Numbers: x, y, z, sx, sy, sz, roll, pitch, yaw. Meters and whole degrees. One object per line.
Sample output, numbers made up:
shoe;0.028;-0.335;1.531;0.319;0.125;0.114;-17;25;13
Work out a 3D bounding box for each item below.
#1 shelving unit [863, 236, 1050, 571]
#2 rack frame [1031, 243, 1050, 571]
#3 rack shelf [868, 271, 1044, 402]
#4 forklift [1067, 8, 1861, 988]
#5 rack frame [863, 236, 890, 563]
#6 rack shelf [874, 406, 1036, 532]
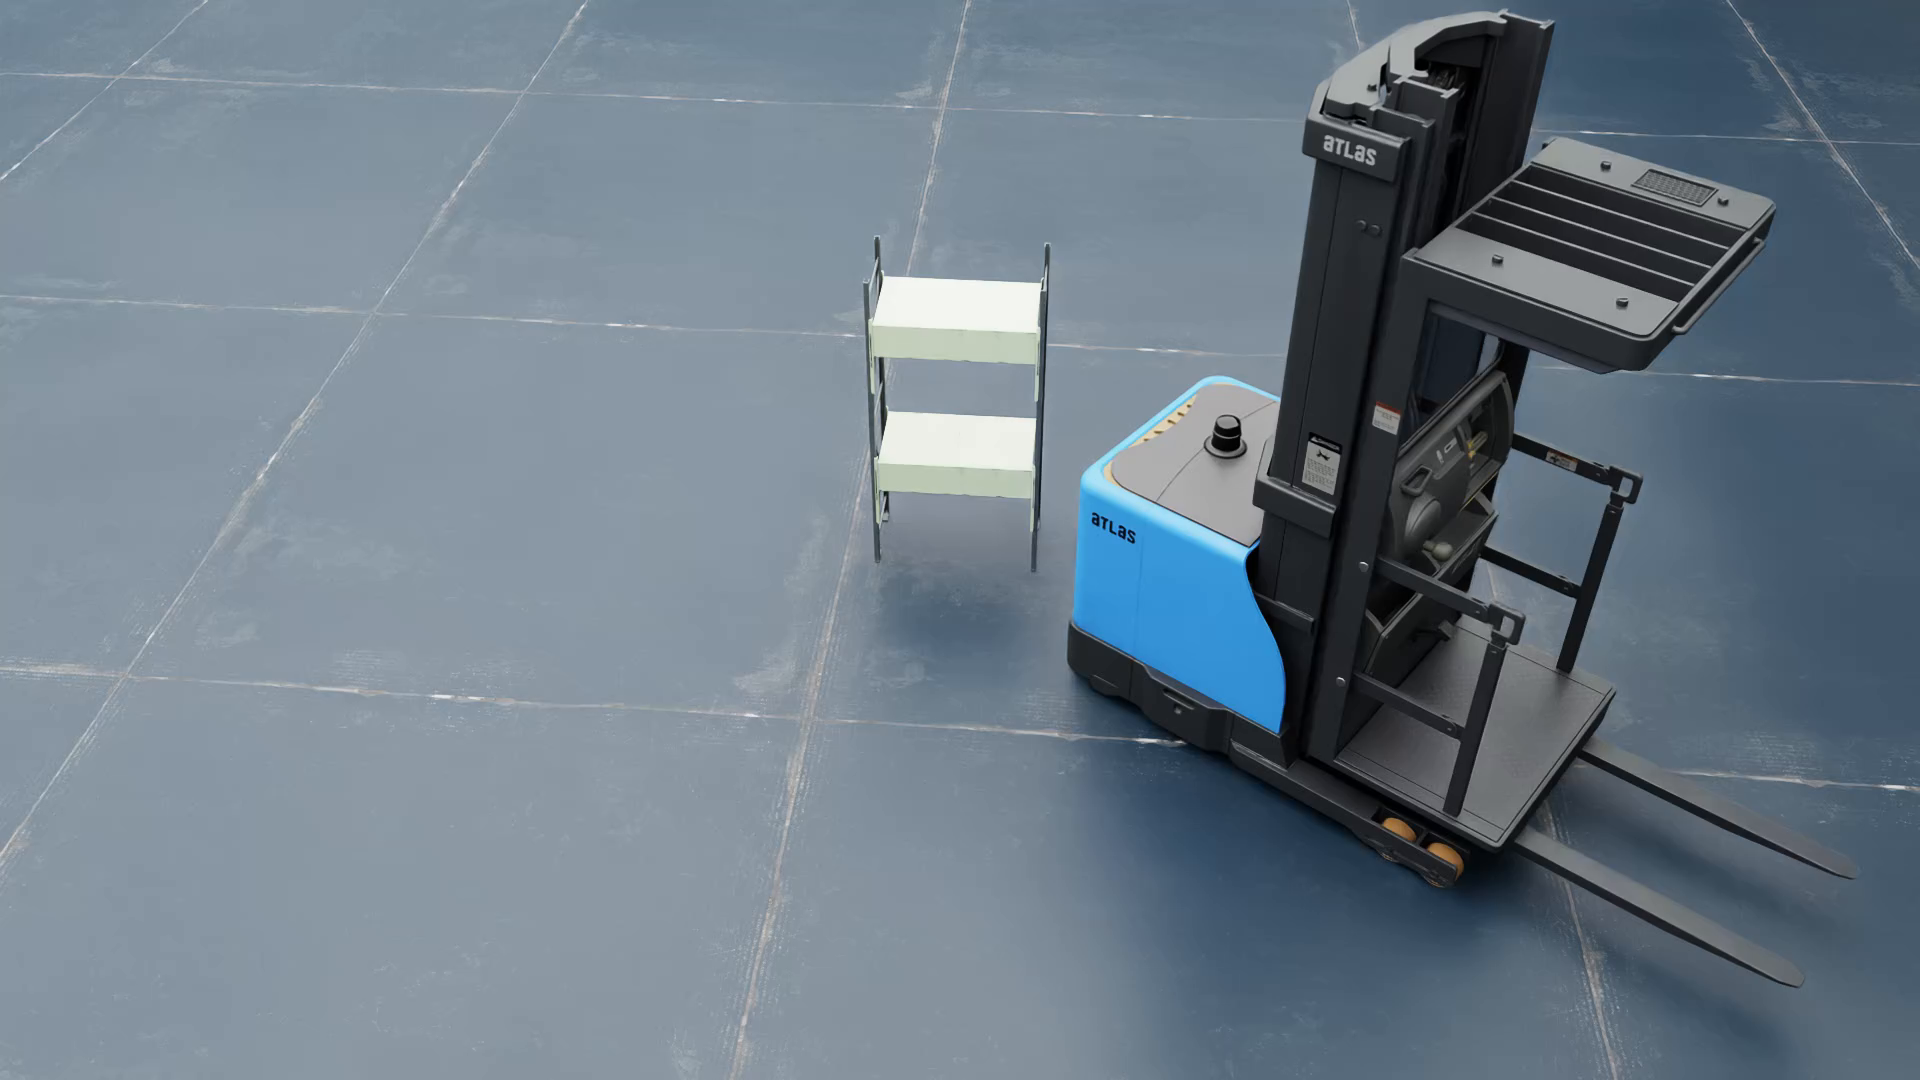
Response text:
shelving unit;-0.007;-0.582;7.447;0.755;1.500;0.431;3;39;4
rack frame;0.358;-0.562;7.423;0.023;1.500;0.400;3;39;4
rack shelf;-0.007;-0.885;7.201;0.720;0.370;0.431;3;39;4
forklift;1.919;-0.203;5.848;3.031;2.935;1.130;28;47;30
rack frame;-0.371;-0.602;7.472;0.023;1.500;0.400;3;39;4
rack shelf;-0.007;-0.329;7.653;0.720;0.370;0.431;3;39;4
